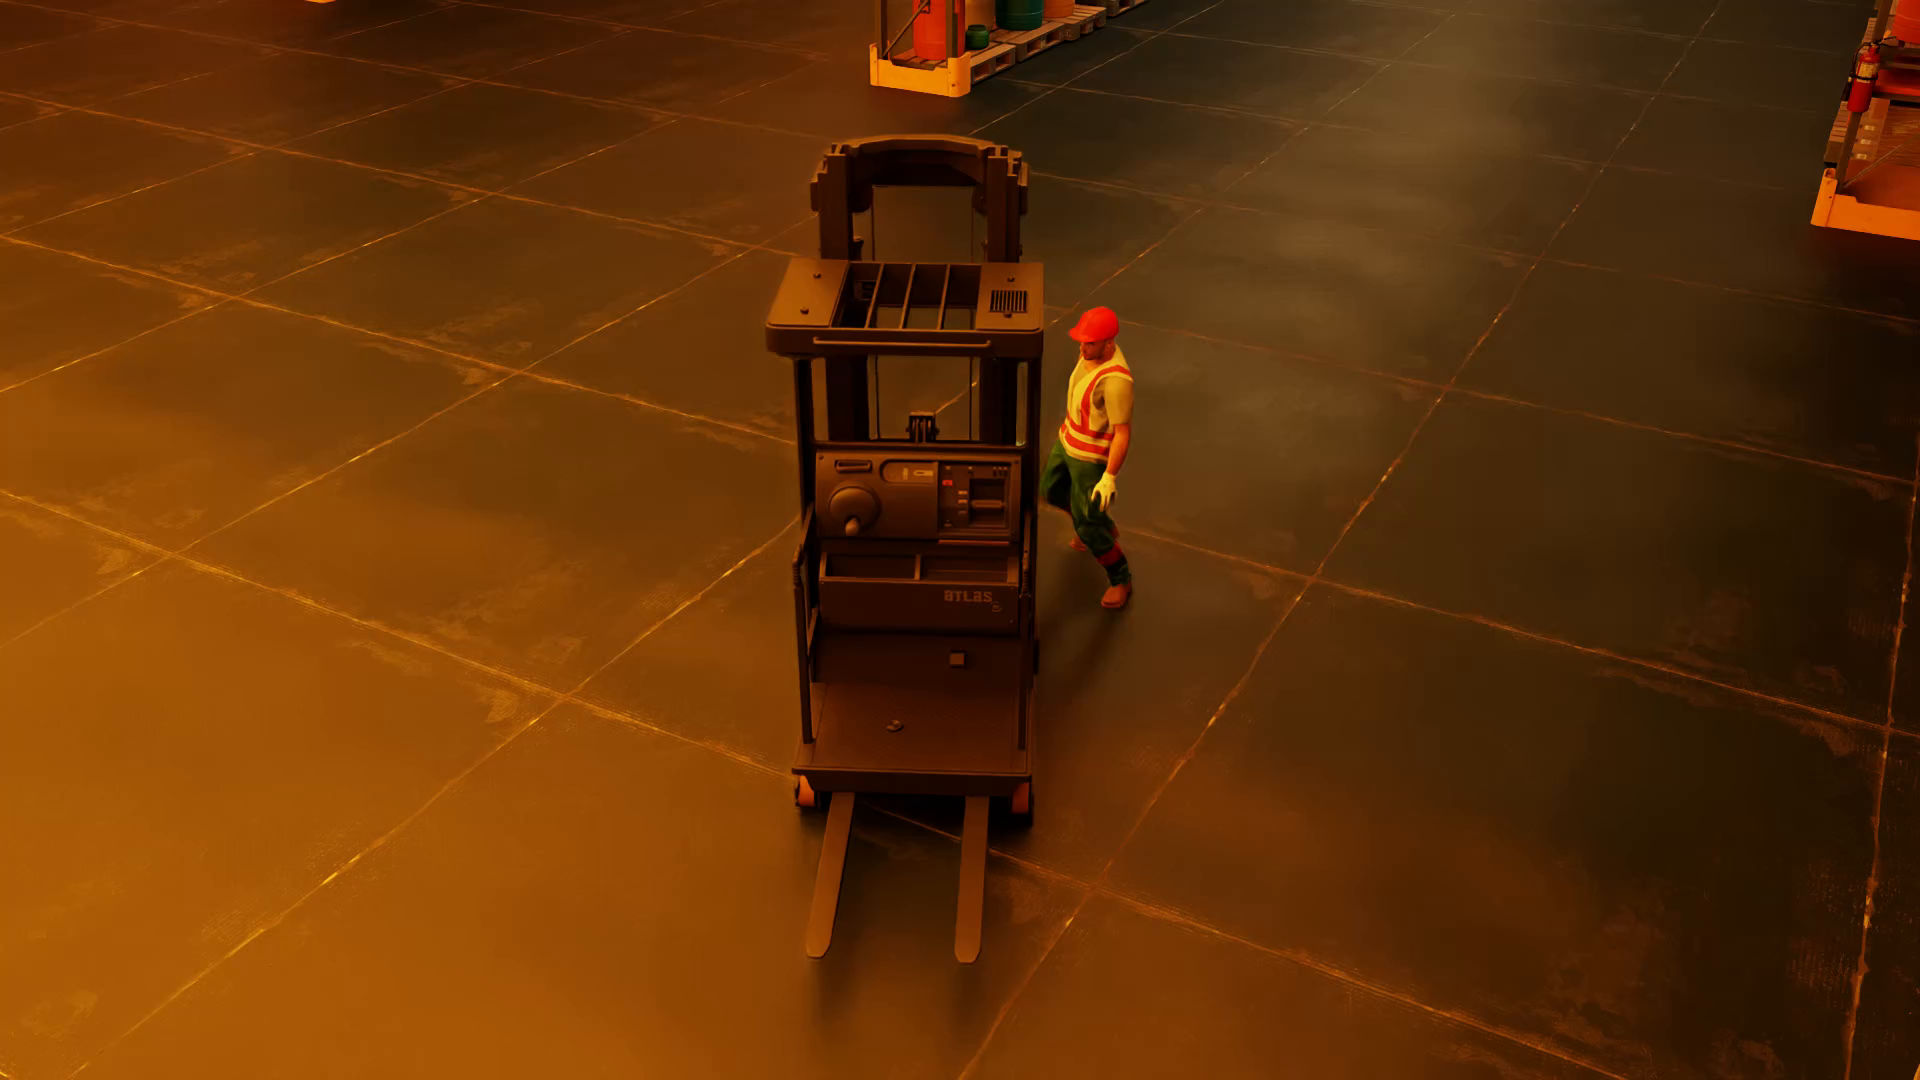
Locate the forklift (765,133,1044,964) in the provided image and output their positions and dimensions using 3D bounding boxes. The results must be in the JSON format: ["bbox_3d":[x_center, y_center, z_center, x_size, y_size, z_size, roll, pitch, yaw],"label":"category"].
[{"bbox_3d":[-0.197,-0.152,7.335,1.130,2.935,3.031,1,30,3],"label":"forklift"}]

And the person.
[{"bbox_3d":[0.736,-0.540,9.253,0.490,1.692,0.923,-6,31,-10],"label":"person"}]
